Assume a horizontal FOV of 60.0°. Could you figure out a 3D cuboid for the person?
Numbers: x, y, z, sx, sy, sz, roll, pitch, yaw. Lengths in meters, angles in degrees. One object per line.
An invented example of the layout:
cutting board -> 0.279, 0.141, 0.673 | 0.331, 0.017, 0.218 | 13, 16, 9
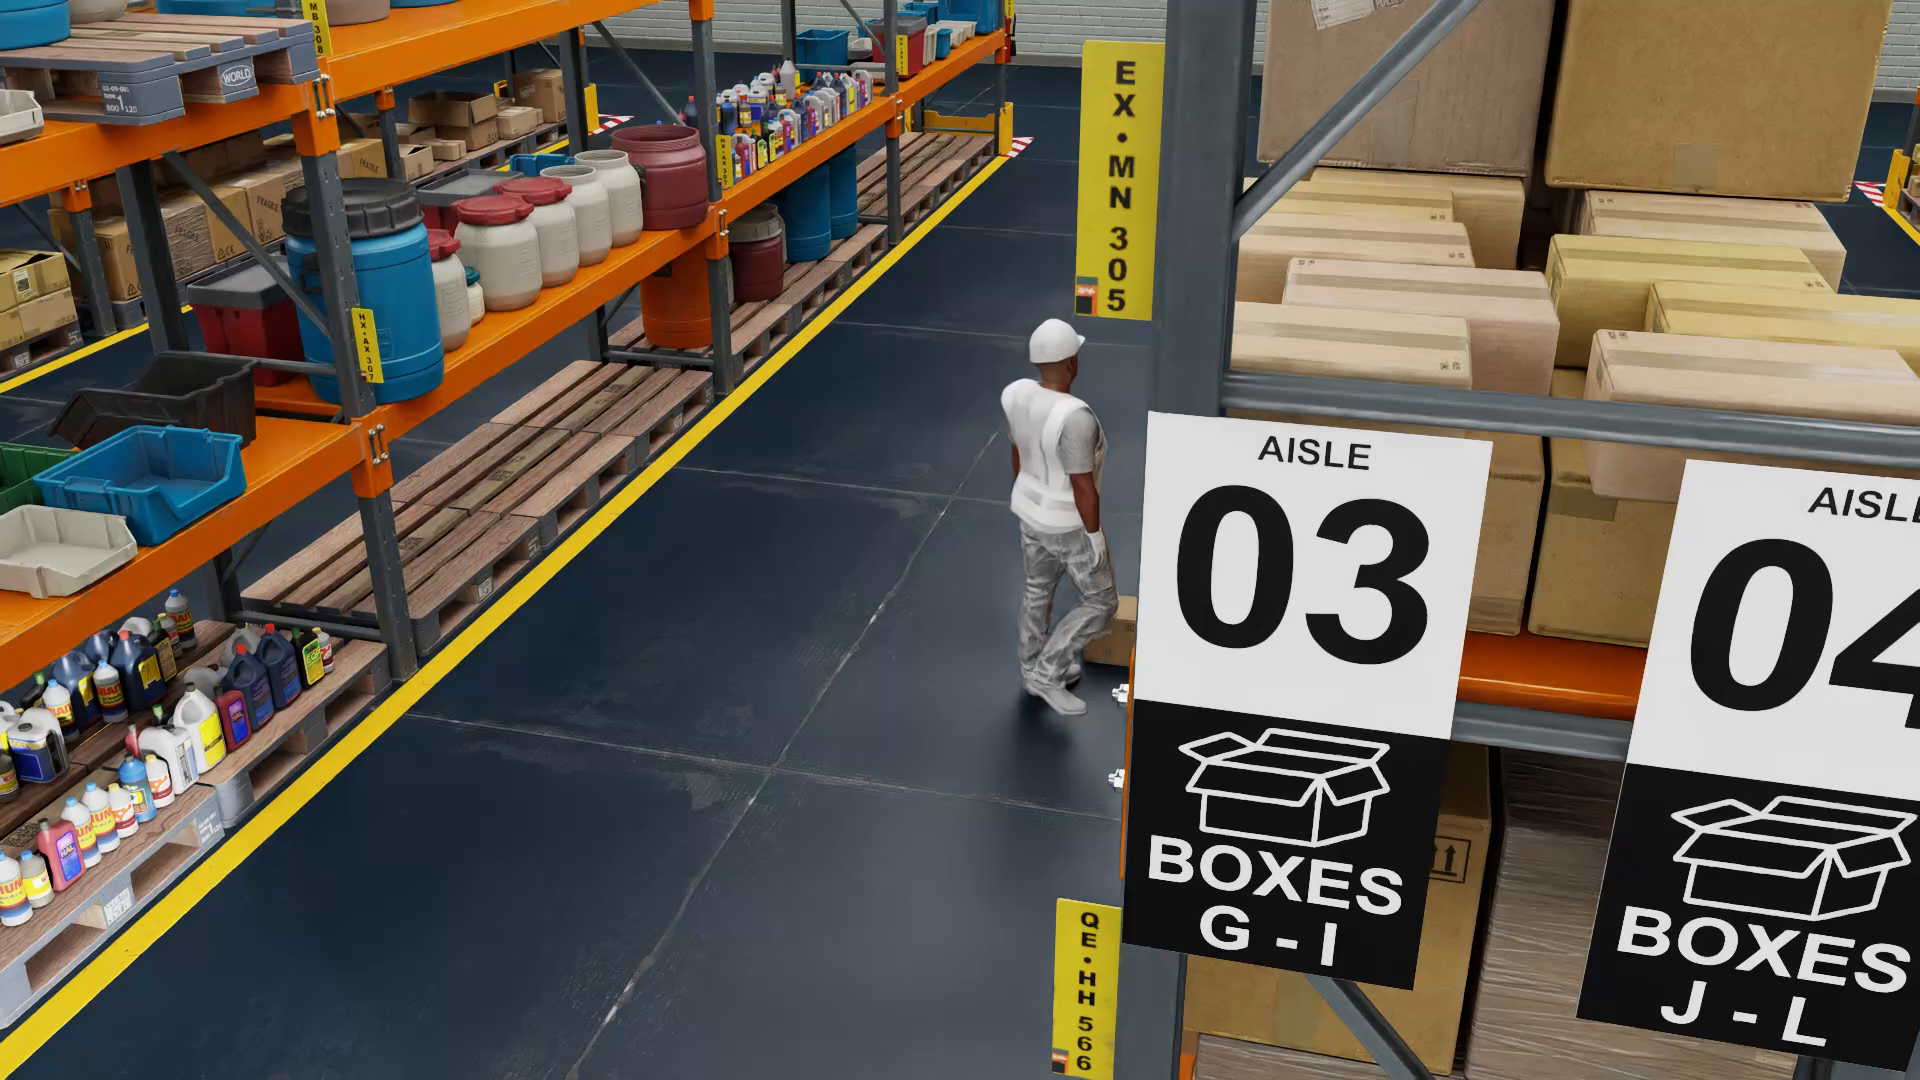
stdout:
person -> 0.436, -0.094, 7.252 | 0.418, 1.776, 0.620 | -13, 28, -26
